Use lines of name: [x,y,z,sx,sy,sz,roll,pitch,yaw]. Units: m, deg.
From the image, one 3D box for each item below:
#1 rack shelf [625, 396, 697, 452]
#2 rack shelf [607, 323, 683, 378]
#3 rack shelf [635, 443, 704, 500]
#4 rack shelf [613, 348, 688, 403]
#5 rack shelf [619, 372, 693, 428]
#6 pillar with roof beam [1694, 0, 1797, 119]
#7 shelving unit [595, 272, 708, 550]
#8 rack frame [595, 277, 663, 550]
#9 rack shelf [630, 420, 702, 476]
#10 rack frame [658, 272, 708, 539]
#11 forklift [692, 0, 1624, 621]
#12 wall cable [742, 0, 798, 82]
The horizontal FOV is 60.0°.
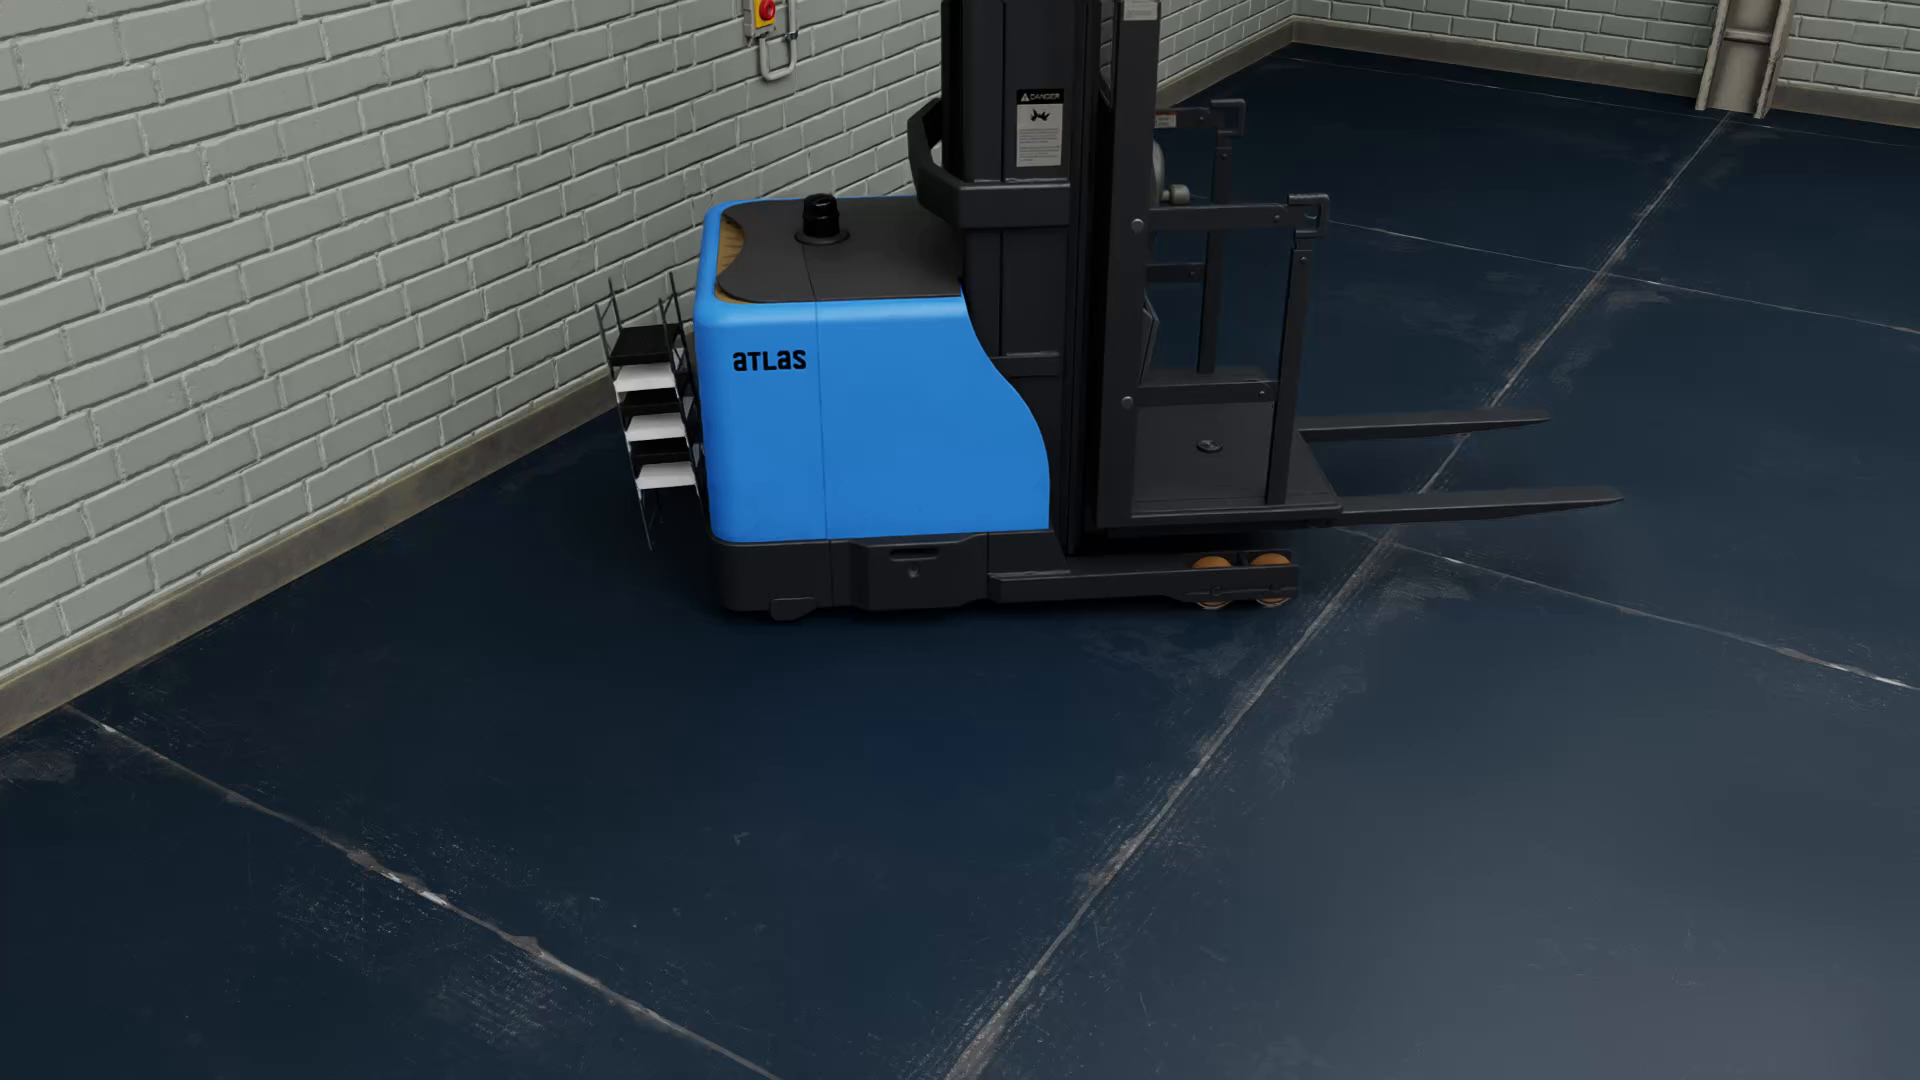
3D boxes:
rack shelf: [-0.997,-0.393,5.579,0.200,0.077,0.258,-5,30,3]
rack shelf: [-1.025,-0.625,5.444,0.200,0.077,0.258,-5,30,3]
rack shelf: [-0.979,-0.238,5.669,0.200,0.077,0.258,-5,30,3]
rack shelf: [-1.016,-0.548,5.489,0.200,0.077,0.258,-5,30,3]
rack shelf: [-1.007,-0.470,5.534,0.200,0.077,0.258,-5,30,3]
pillar with roof beam: [2.528,-4.742,4.948,0.400,9.000,9.100,18,35,27]
shelving unit: [-1.001,-0.422,5.562,0.210,0.900,0.258,-5,30,3]
rack frame: [-1.102,-0.413,5.568,0.006,0.900,0.240,-5,30,3]
rack shelf: [-0.988,-0.316,5.624,0.200,0.077,0.258,-5,30,3]
rack frame: [-0.900,-0.430,5.556,0.006,0.900,0.240,-5,30,3]
forklift: [0.681,-1.309,5.085,3.031,2.935,1.130,-3,30,-5]
wall cable: [-0.803,-2.715,6.387,0.123,1.953,0.585,18,35,27]
